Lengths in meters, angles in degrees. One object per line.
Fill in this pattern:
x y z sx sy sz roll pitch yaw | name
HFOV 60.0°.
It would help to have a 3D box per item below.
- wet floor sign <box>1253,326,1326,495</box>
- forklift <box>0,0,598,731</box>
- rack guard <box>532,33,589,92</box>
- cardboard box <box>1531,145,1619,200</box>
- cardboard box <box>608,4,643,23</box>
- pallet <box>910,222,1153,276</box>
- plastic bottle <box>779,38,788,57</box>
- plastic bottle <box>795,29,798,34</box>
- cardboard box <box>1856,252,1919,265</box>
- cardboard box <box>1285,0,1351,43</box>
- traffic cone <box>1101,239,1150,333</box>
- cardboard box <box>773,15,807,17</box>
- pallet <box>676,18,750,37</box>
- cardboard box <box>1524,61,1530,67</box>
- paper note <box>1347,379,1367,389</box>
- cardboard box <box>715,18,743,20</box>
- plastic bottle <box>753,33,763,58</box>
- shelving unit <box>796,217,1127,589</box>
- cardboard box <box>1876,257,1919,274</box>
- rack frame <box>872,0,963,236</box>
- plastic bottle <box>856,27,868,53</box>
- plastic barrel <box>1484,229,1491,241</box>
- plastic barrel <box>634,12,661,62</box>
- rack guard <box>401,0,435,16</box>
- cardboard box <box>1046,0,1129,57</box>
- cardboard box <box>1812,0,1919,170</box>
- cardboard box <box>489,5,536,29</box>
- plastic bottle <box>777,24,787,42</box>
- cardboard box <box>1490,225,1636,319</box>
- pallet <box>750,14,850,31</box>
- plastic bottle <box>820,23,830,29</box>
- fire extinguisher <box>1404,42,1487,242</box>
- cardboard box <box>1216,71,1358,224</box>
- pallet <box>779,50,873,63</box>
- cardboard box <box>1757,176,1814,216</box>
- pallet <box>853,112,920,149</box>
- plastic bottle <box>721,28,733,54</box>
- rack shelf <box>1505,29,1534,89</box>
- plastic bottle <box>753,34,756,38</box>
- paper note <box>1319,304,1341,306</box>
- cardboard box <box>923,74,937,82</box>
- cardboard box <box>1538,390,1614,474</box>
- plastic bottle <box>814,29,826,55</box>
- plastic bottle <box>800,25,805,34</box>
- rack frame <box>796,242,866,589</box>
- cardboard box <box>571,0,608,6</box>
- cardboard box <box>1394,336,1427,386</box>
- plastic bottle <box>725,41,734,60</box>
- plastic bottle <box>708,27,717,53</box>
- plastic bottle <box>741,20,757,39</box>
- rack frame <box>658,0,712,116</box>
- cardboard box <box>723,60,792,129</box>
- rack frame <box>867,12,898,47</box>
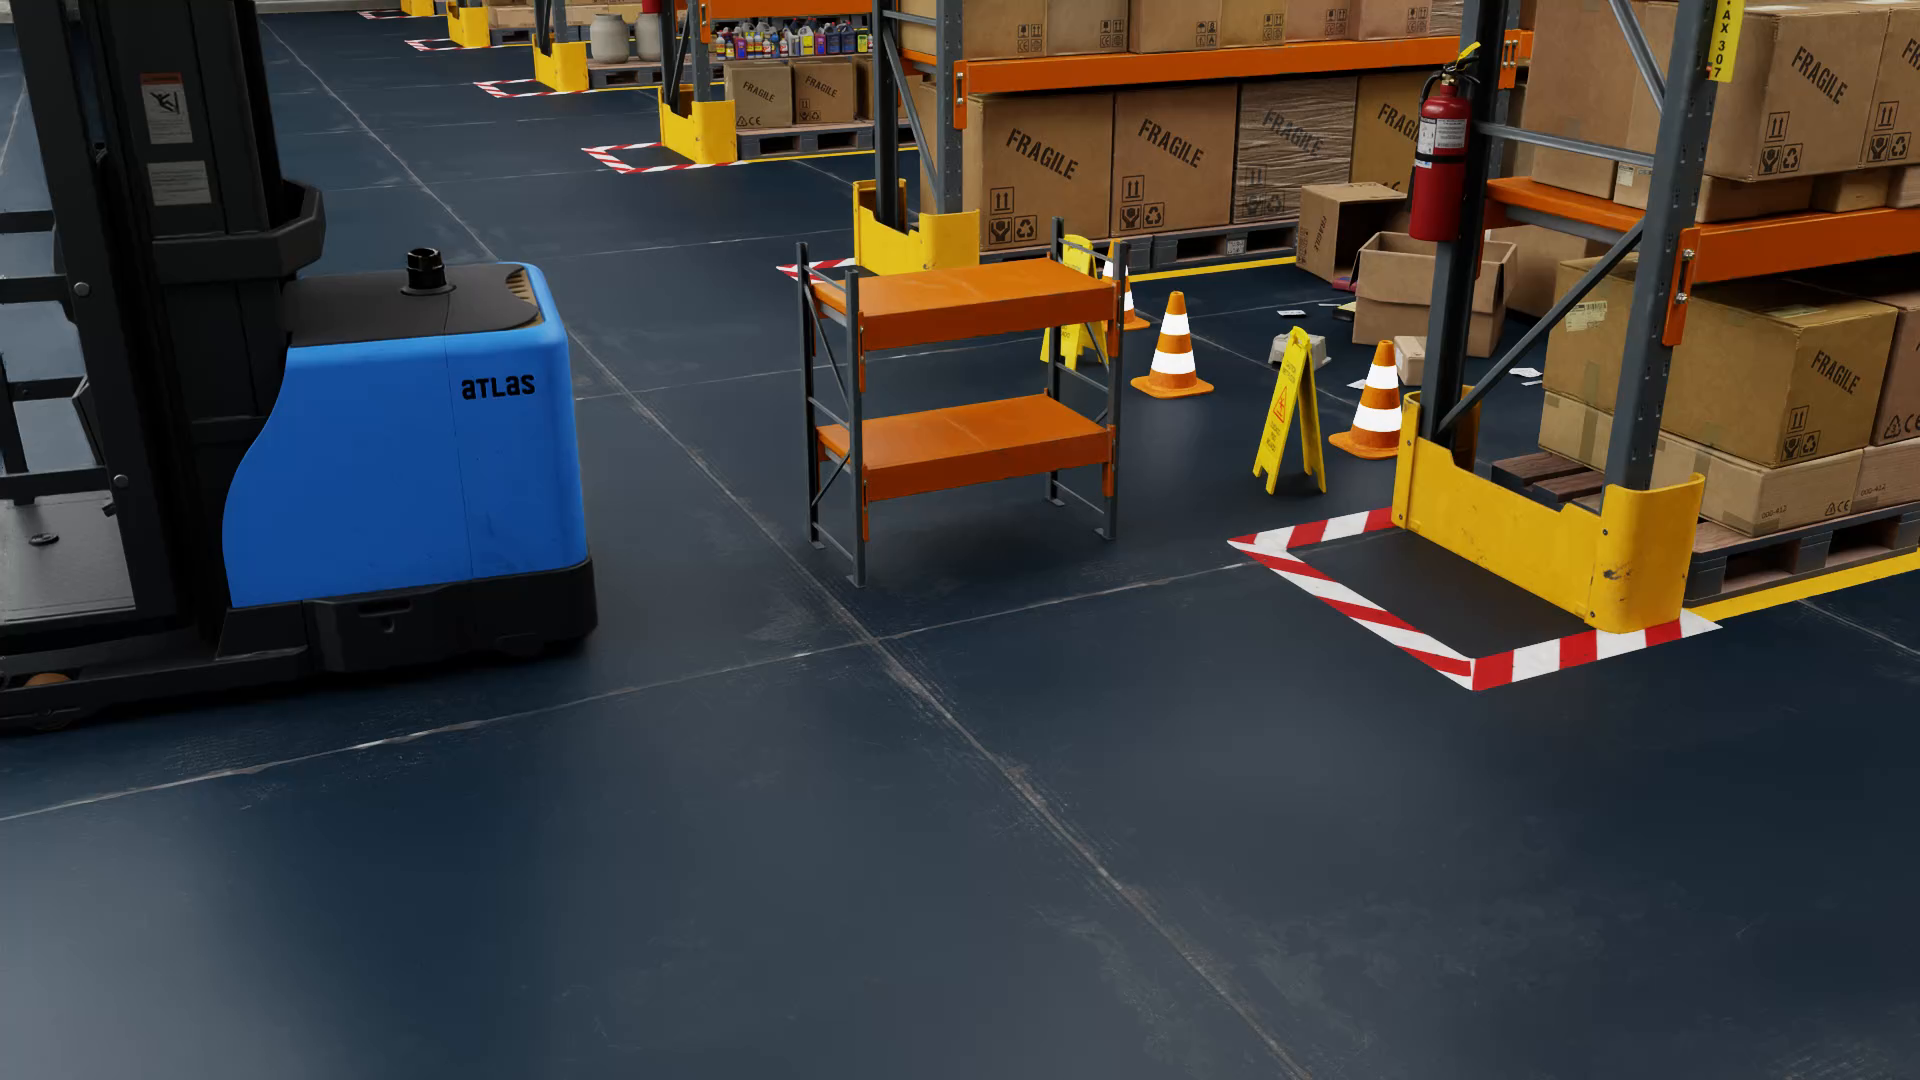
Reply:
1.349 -0.534 6.696 0.232 0.644 0.267 -2 23 -5 | wet floor sign
-2.751 -0.996 4.825 3.031 2.935 1.130 -7 24 -16 | forklift
-4.413 -5.280 18.353 0.348 0.500 1.175 -10 25 -24 | rack guard
2.229 -1.304 5.807 0.250 0.149 0.380 -10 24 -22 | cardboard box
-4.674 -7.298 23.006 0.500 0.250 0.500 -10 25 -24 | cardboard box
0.433 -1.845 10.431 1.213 0.211 1.003 -10 25 -24 | pallet
-2.019 -5.634 19.023 0.097 0.201 0.097 0 22 0 | plastic bottle
-1.844 -5.758 19.214 0.133 0.283 0.061 -10 25 -24 | plastic bottle
3.520 -0.946 6.680 0.500 0.500 0.500 -11 25 -25 | cardboard box
2.000 -3.493 10.570 0.550 0.550 0.875 -10 25 -24 | cardboard box
0.841 -1.400 9.027 0.334 0.463 0.336 -10 25 -24 | traffic cone
-2.531 -7.683 23.934 0.500 0.250 0.500 -11 25 -25 | cardboard box
-3.737 -7.372 23.783 1.213 0.211 1.003 -10 25 -24 | pallet
4.742 -3.084 12.172 0.750 0.750 1.050 -10 25 -24 | cardboard box
1.973 -0.755 8.035 0.148 0.019 0.142 20 30 40 | paper note
-3.325 -7.549 23.611 0.500 0.250 0.500 -10 25 -24 | cardboard box
-2.294 -5.616 18.887 0.097 0.271 0.097 0 22 0 | plastic bottle
0.006 -0.521 6.038 1.048 1.125 0.538 -10 25 -24 | shelving unit
3.777 -0.766 6.244 0.500 0.500 0.500 -10 24 -23 | cardboard box
-0.253 -2.974 9.512 0.127 3.000 1.000 -10 25 -24 | rack frame
-1.148 -5.825 19.376 0.133 0.283 0.061 -9 24 -21 | plastic bottle
2.994 -1.730 9.876 0.421 0.421 0.512 6 23 13 | plastic barrel
-3.450 -5.670 18.729 0.421 0.512 0.421 0 22 0 | plastic barrel
-8.690 -8.678 26.562 0.348 0.500 1.175 -10 25 -24 | rack guard
0.547 -3.219 9.908 0.550 0.550 0.875 -10 25 -24 | cardboard box
2.997 -1.538 5.524 0.500 0.500 0.500 -10 24 -22 | cardboard box
-6.027 -7.050 22.406 0.500 0.250 0.500 -10 25 -24 | cardboard box
-2.102 -5.983 19.758 0.133 0.283 0.061 -9 24 -21 | plastic bottle
3.308 -1.516 9.076 0.503 0.637 0.797 -10 25 -24 | cardboard box
-2.355 -7.625 24.394 1.213 0.211 1.003 -10 25 -24 | pallet
-1.614 -6.050 19.930 0.135 0.276 0.152 -9 24 -22 | plastic bottle
1.682 -1.388 5.784 0.183 0.674 0.296 -10 25 -24 | fire extinguisher
1.943 -2.618 10.882 0.875 0.875 0.875 -10 25 -23 | cardboard box
-1.481 -5.685 19.707 1.213 0.211 1.003 -10 25 -24 | pallet
2.602 -1.200 5.556 0.250 0.149 0.380 -10 25 -23 | cardboard box
-0.400 -3.747 15.027 1.213 0.211 1.003 -10 25 -24 | pallet
-2.711 -5.806 19.331 0.133 0.283 0.061 -10 25 -24 | plastic bottle
5.153 -3.636 12.054 4.000 0.370 1.077 -10 25 -24 | rack shelf
-2.393 -5.822 19.478 0.097 0.201 0.097 0 22 0 | plastic bottle
2.108 -1.339 9.472 0.123 0.001 0.032 2 23 4 | paper note
-0.125 -4.122 15.005 0.500 0.500 0.500 -13 26 -28 | cardboard box
2.618 -0.439 6.434 0.500 0.250 0.500 -11 25 -24 | cardboard box
-1.614 -5.739 19.169 0.133 0.283 0.061 -9 24 -20 | plastic bottle
-1.843 -5.956 19.709 0.097 0.271 0.097 0 22 0 | plastic bottle
-0.452 -0.437 5.834 0.032 1.125 0.500 -10 25 -24 | rack frame
-5.132 -7.568 22.675 0.500 0.500 0.500 -10 25 -24 | cardboard box
2.289 -0.881 8.183 0.250 0.149 0.380 2 23 4 | cardboard box
-2.599 -5.527 18.765 0.097 0.201 0.097 0 22 0 | plastic bottle
-2.899 -5.836 19.403 0.133 0.283 0.061 -10 24 -22 | plastic bottle
-2.485 -5.926 19.532 0.185 0.351 0.144 -9 24 -21 | plastic bottle
-2.313 -4.700 13.682 0.127 3.000 1.000 -10 25 -24 | rack frame
-1.743 -3.837 14.316 0.500 0.500 0.500 -6 23 -14 | cardboard box
-0.857 -7.070 19.408 0.127 3.000 1.000 -10 25 -24 | rack frame
